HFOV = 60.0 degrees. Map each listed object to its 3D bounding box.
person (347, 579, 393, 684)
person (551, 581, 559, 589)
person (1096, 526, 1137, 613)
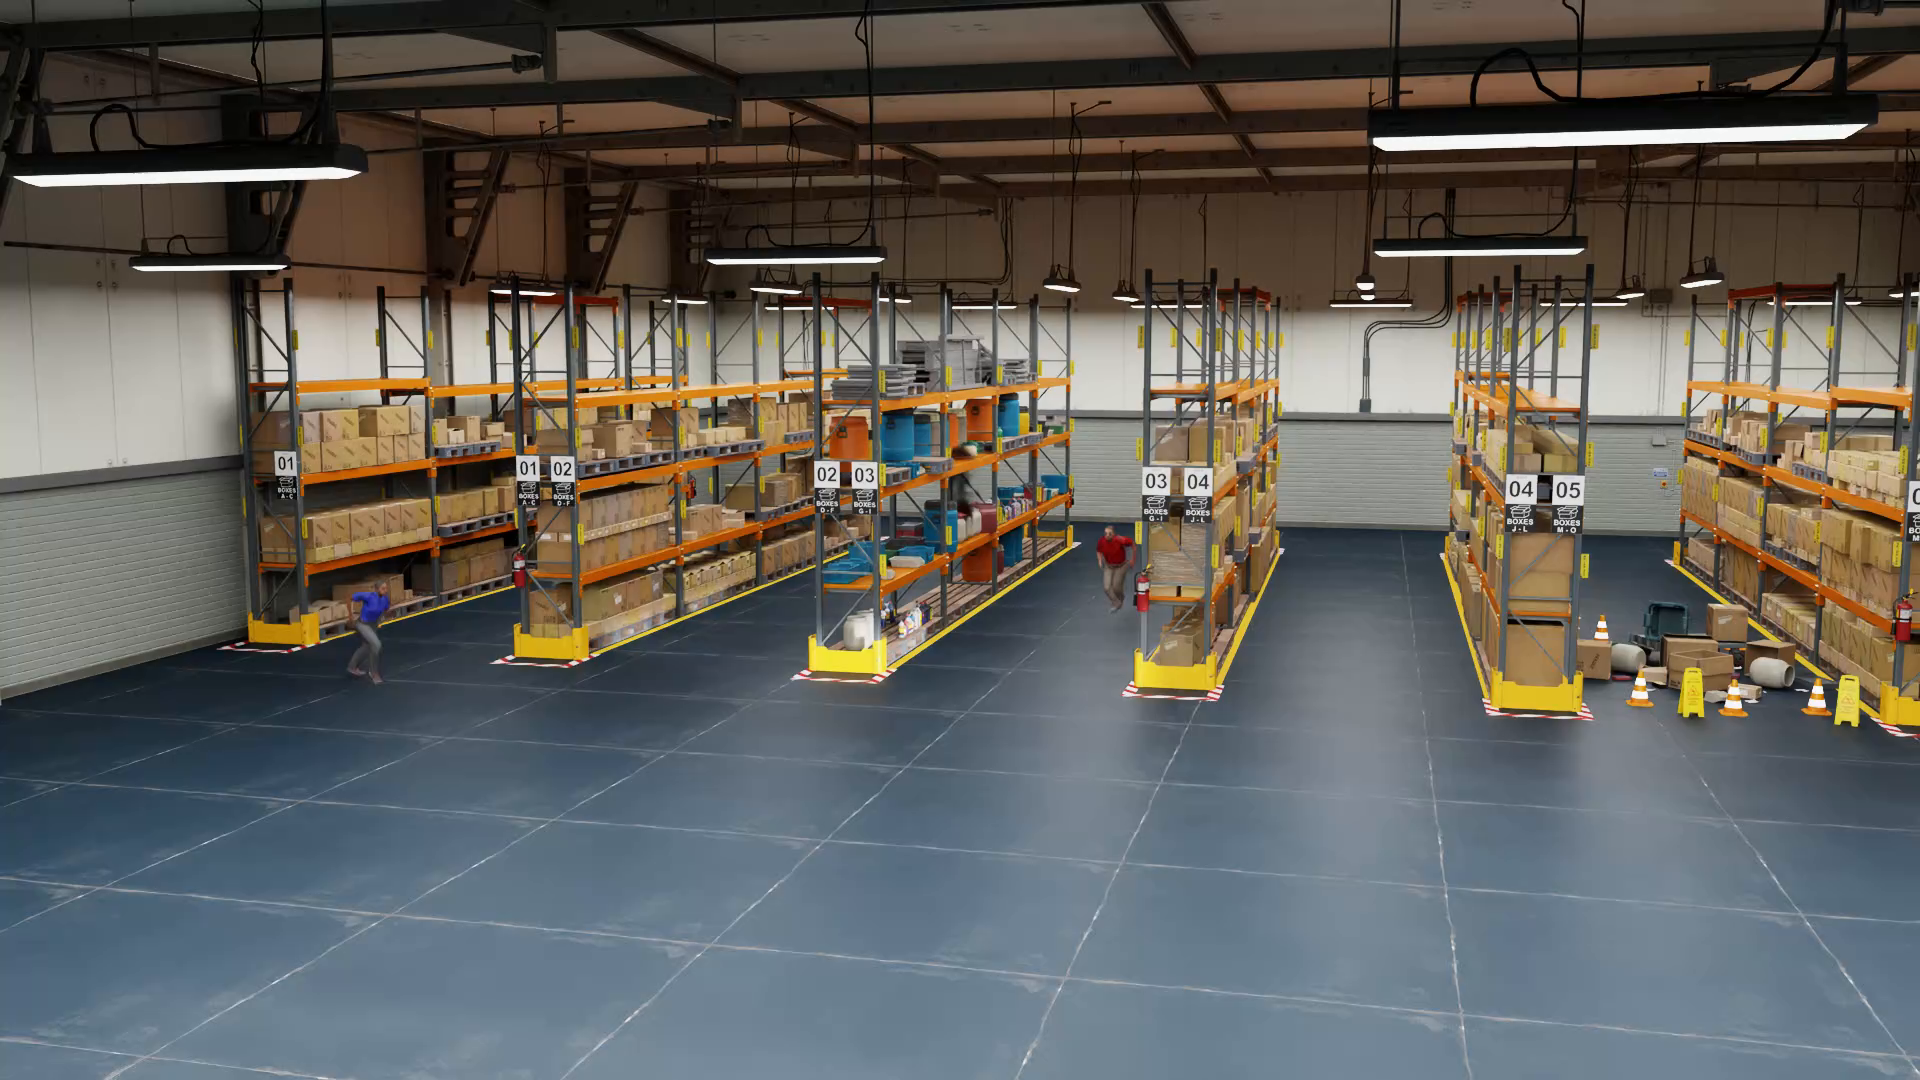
[{"bbox_3d":[-8.720,1.343,24.417,0.954,1.596,0.623,4,8,30],"label":"person"},{"bbox_3d":[-7.322,0.513,30.682,0.643,1.715,0.863,0,7,1],"label":"person"},{"bbox_3d":[2.704,0.510,28.774,0.695,1.571,0.806,3,7,23],"label":"person"}]
